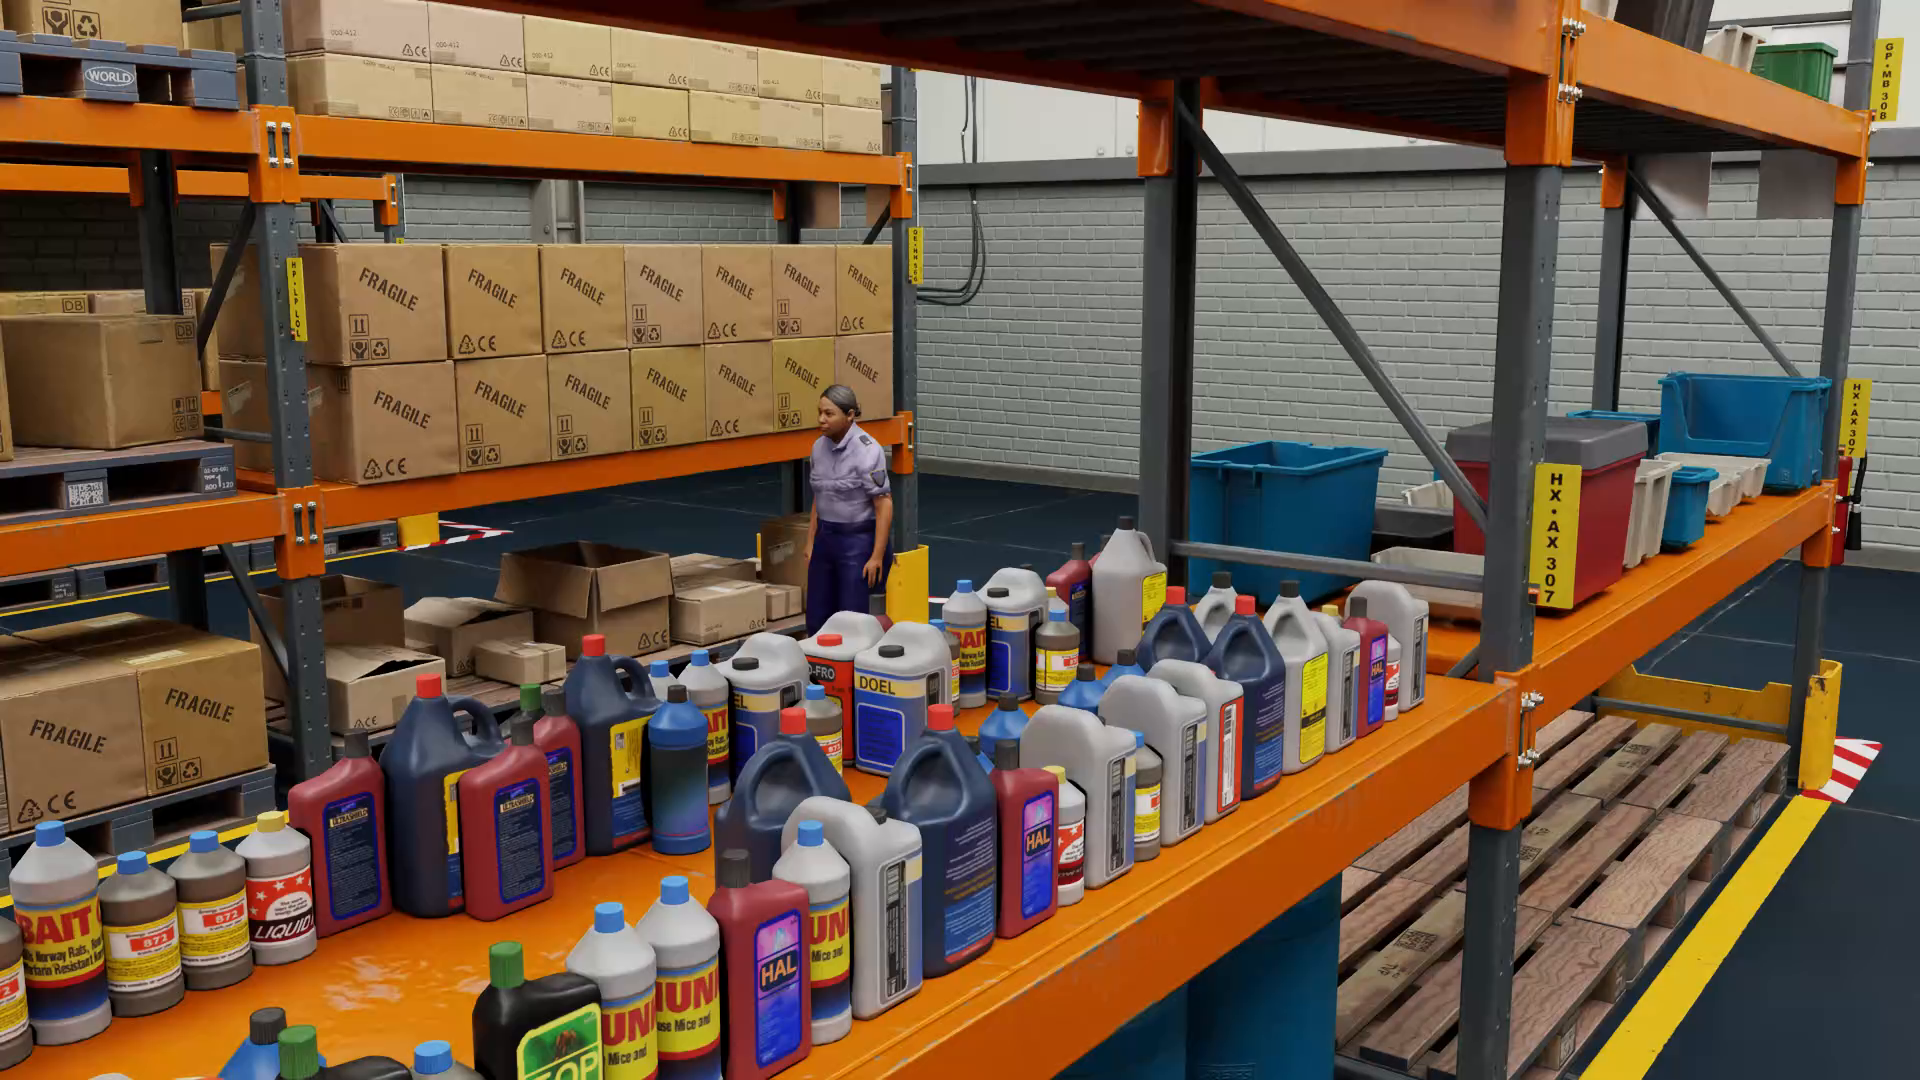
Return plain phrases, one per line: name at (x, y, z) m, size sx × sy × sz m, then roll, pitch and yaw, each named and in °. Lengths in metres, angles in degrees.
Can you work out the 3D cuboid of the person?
person at (-0.557, 0.066, 8.046) m, size 0.374 × 1.651 × 0.562 m, roll -10°, pitch 14°, yaw -44°
